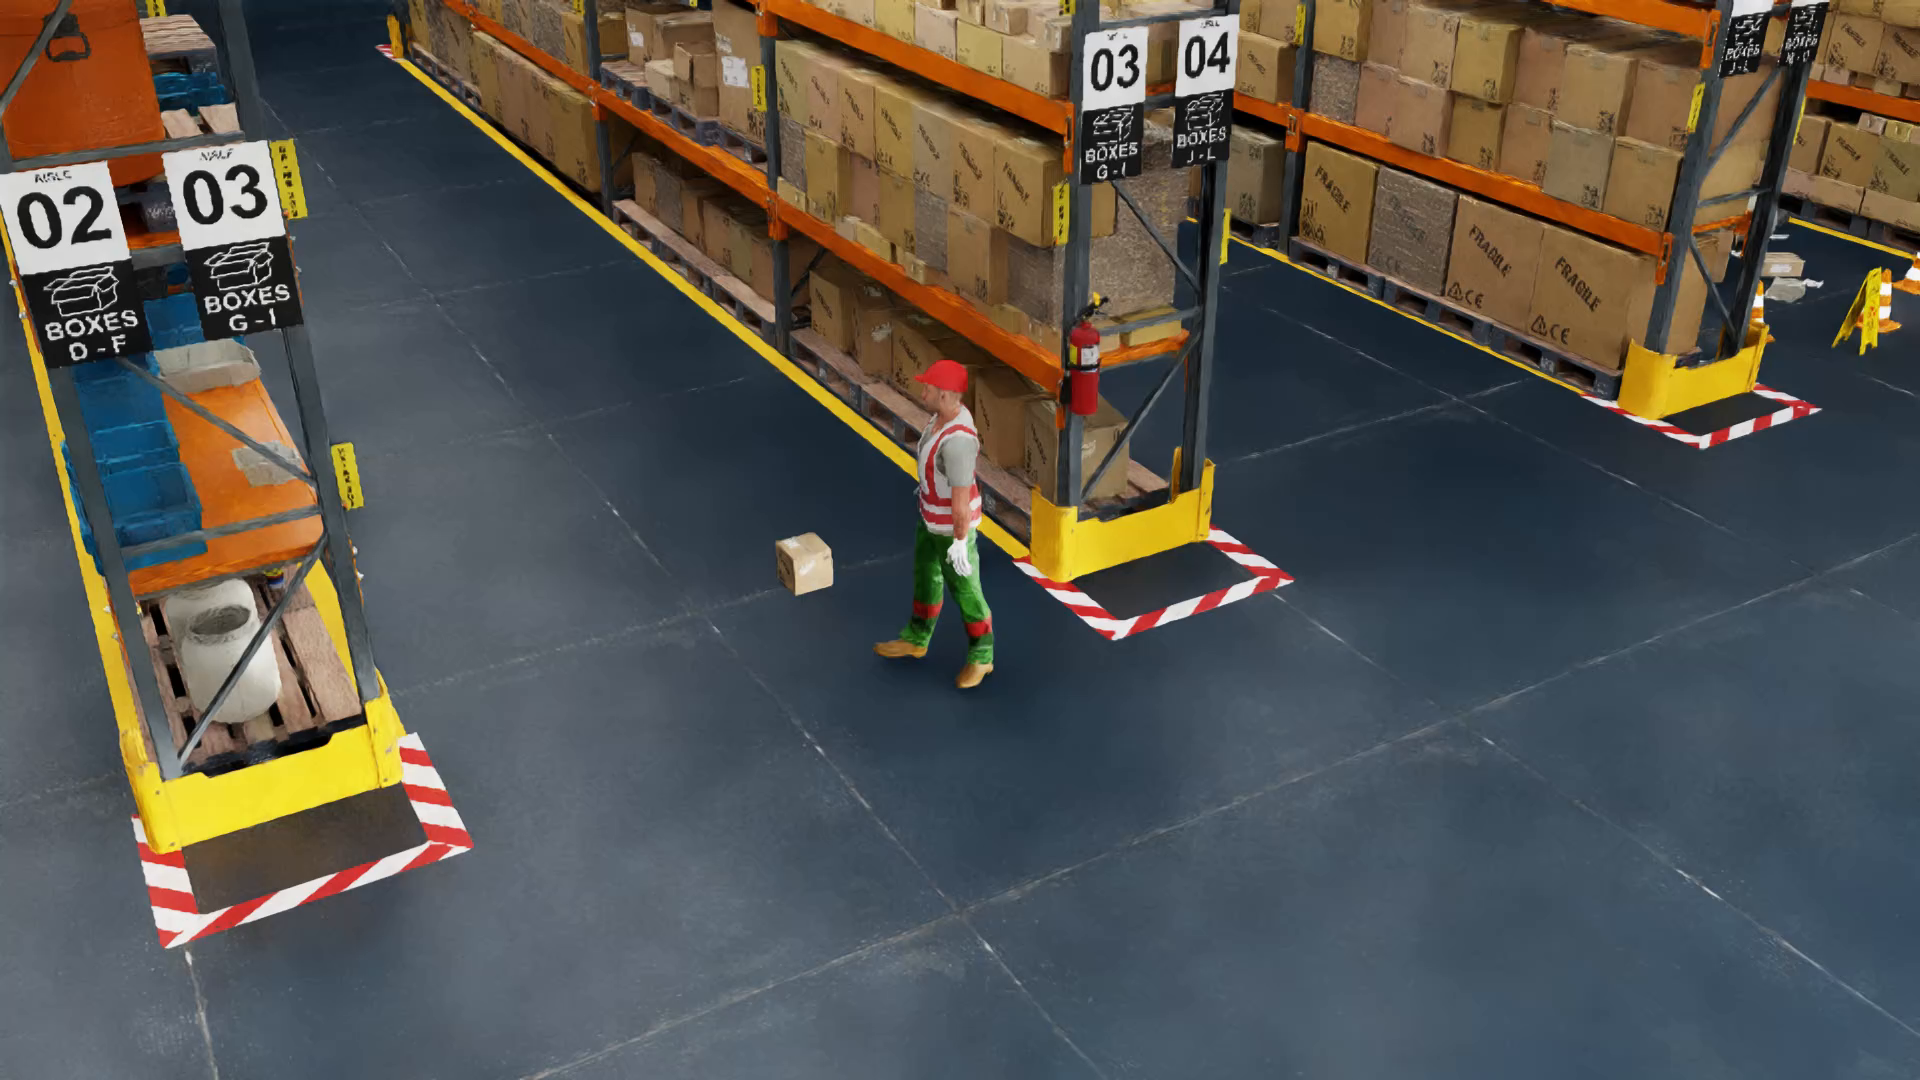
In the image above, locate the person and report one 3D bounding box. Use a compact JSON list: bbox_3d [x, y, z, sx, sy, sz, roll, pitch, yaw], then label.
[{"bbox_3d":[-0.151,-0.112,8.700,0.618,1.784,0.761,-7,29,-12],"label":"person"}]
